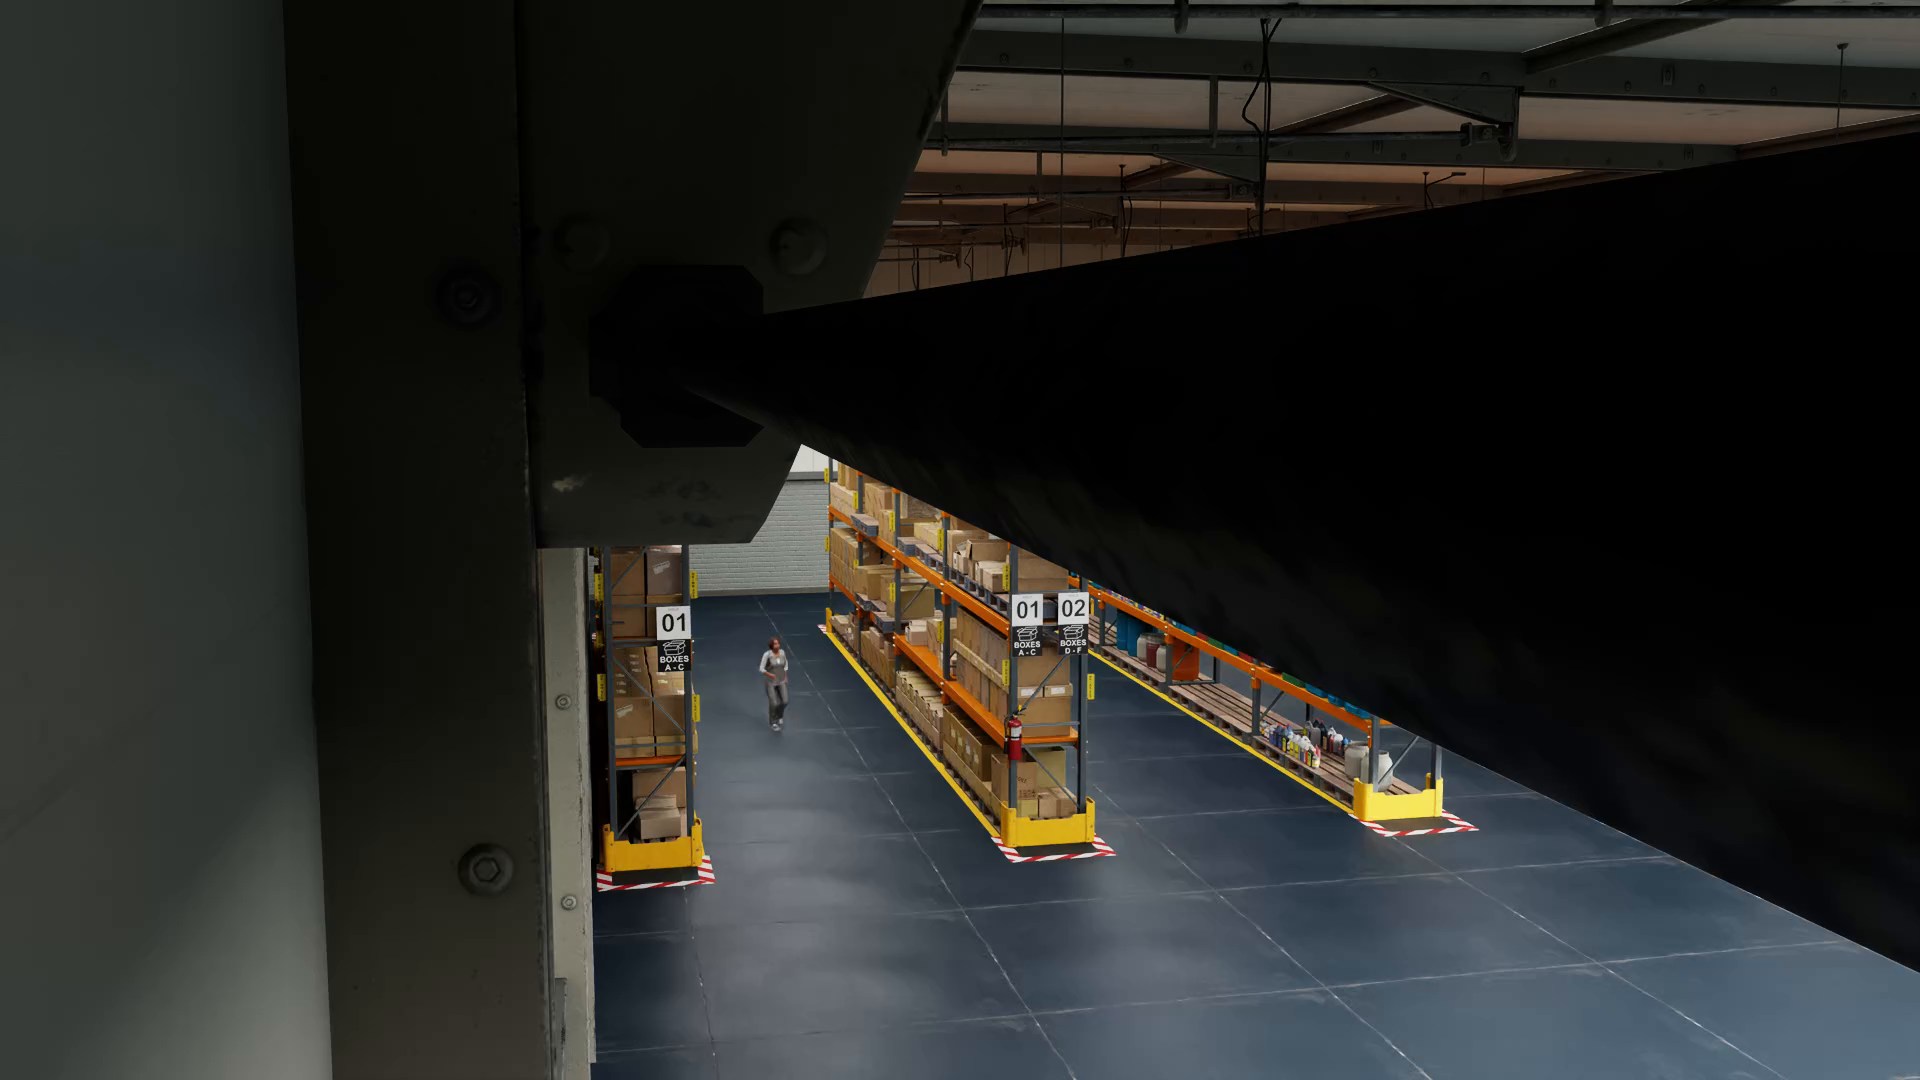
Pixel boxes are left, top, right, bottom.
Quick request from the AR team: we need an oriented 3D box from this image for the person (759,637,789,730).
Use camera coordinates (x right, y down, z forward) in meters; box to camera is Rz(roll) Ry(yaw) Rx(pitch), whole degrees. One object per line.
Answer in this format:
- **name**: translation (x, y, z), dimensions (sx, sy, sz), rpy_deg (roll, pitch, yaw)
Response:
- **person**: translation (-2.991, 2.351, 27.020), dimensions (0.534, 1.547, 0.575), rpy_deg (-3, 8, -26)
